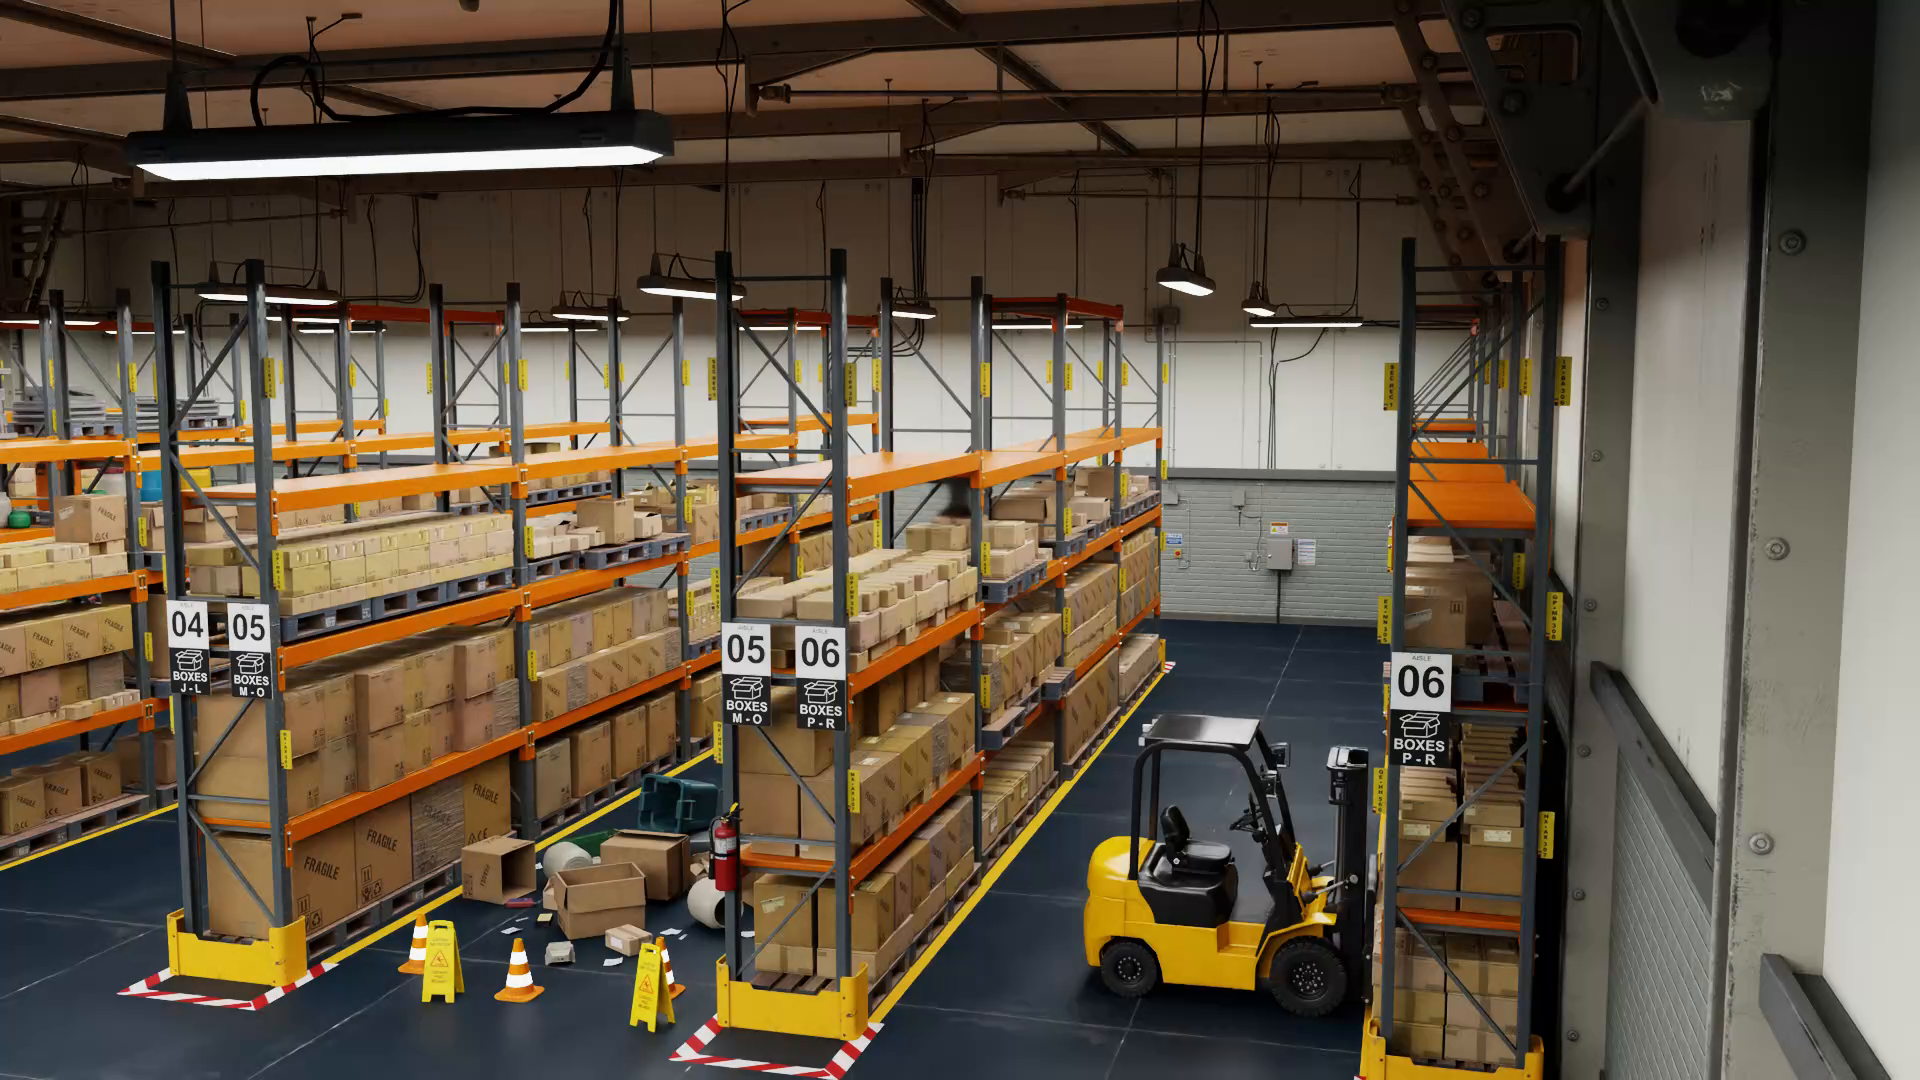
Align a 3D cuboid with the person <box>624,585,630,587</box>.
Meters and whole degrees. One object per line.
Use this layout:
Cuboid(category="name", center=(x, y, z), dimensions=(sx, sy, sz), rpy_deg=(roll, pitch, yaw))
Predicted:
Cuboid(category="person", center=(-5.202, 1.120, 25.886), dimensions=(0.672, 0.865, 0.366), rpy_deg=(2, 6, 15))
